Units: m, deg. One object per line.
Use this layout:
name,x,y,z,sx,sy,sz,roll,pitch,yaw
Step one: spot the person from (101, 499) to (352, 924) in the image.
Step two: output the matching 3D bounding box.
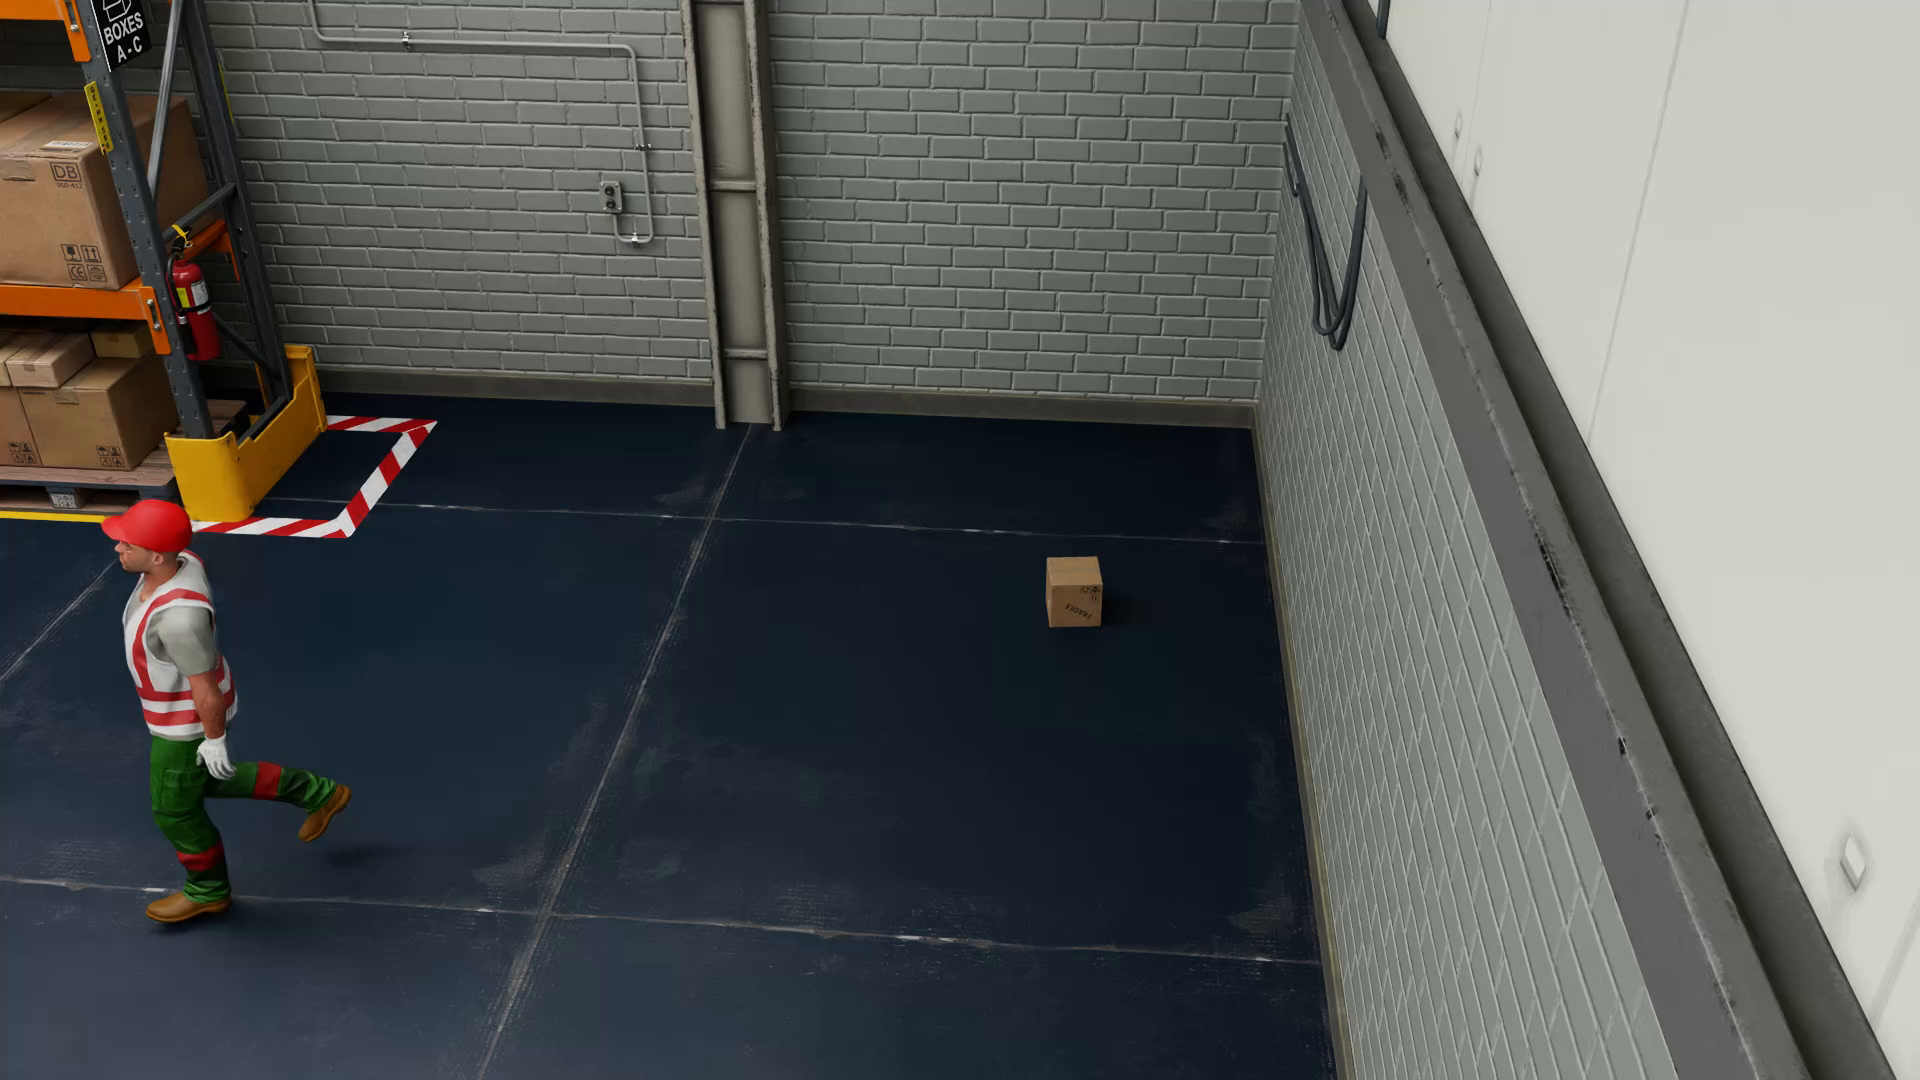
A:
person,-2.766,0.610,6.114,0.815,1.768,0.537,-13,34,-20
